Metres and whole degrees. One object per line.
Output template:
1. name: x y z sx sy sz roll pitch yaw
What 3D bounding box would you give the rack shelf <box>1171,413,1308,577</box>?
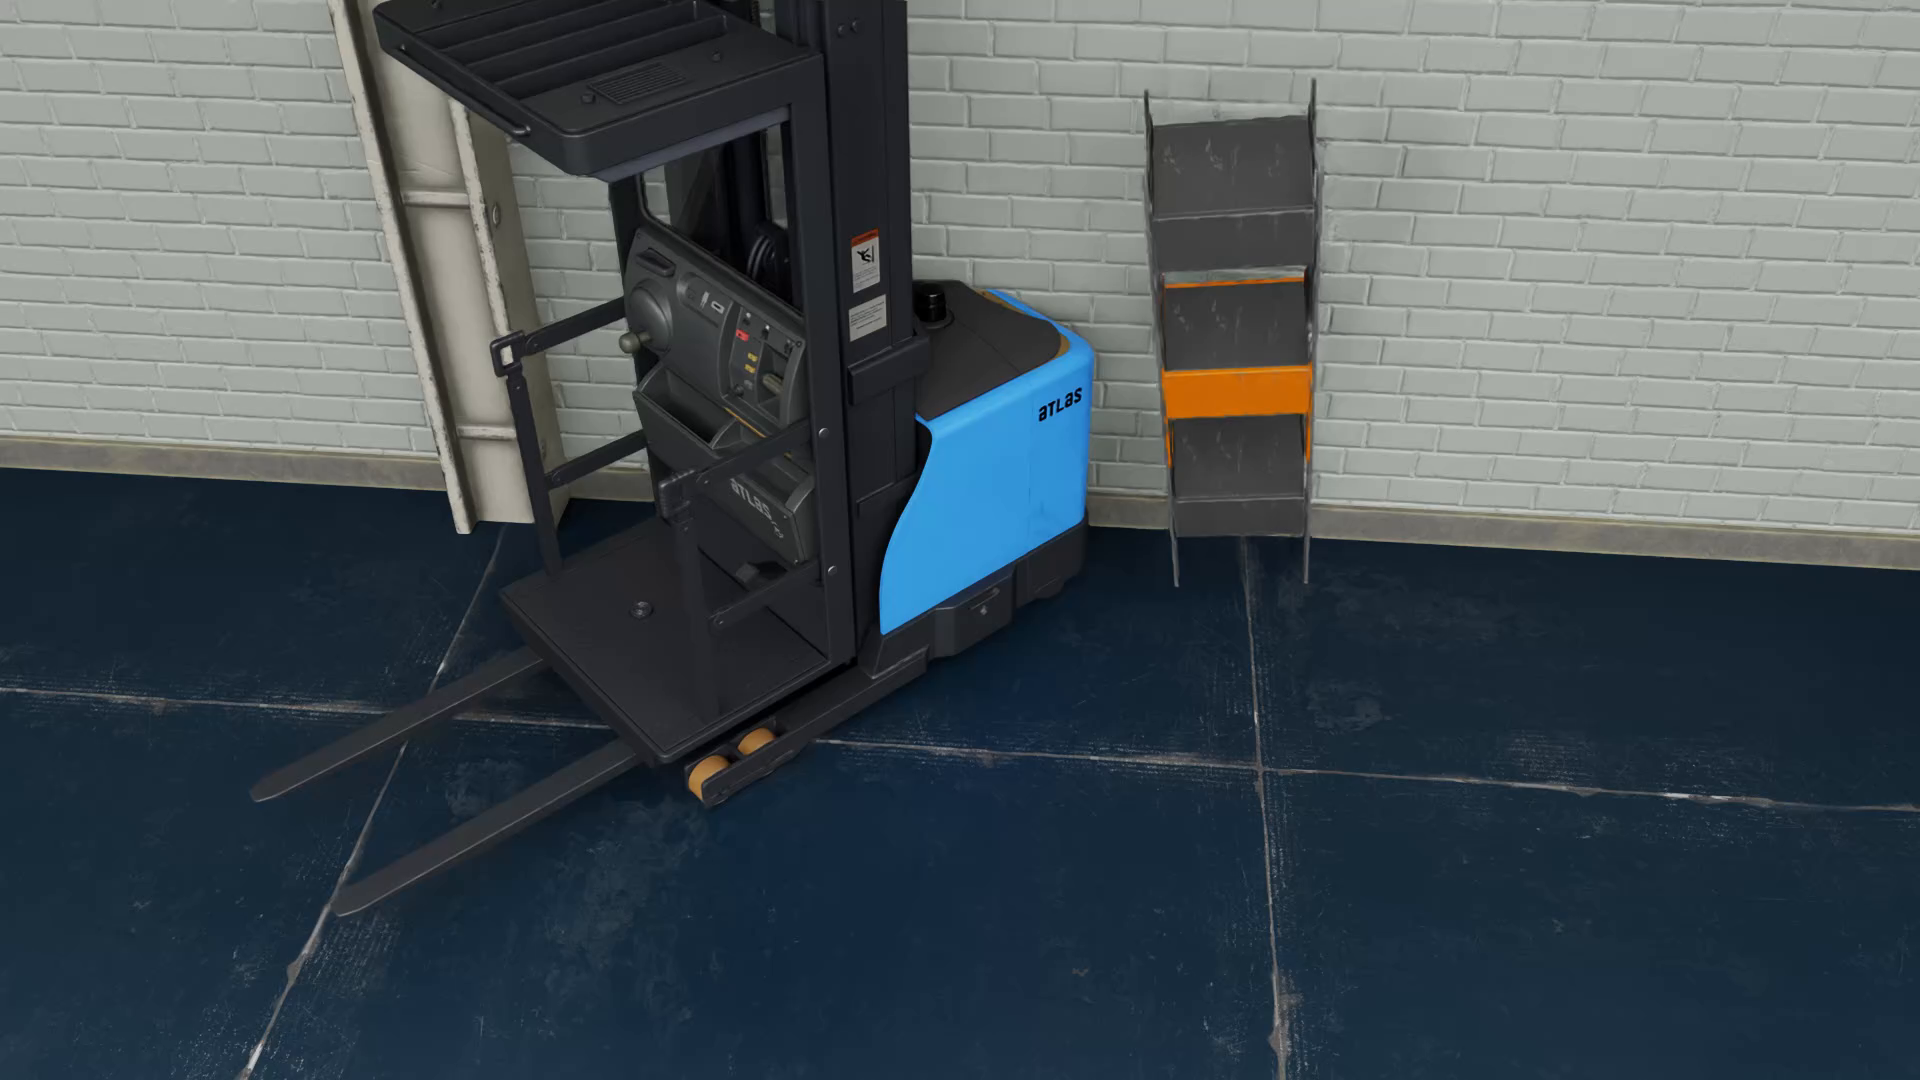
1. rack shelf: 1.042 -0.181 6.216 0.480 0.518 0.431 -2 55 9

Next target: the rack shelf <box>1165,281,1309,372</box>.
1. rack shelf: 0.917 -0.655 5.537 0.457 0.174 0.368 -2 55 9

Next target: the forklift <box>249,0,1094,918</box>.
1. forklift: -0.948 -0.615 5.184 3.031 2.935 1.130 -29 47 -31

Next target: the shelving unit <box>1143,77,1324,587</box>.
1. shelving unit: 0.936 -0.586 5.637 0.503 2.100 0.431 -2 55 9

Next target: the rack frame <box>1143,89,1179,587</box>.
1. rack frame: 0.695 -0.579 5.677 0.015 2.100 0.400 -2 55 9

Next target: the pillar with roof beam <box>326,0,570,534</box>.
1. pillar with roof beam: -2.216 -0.897 0.723 0.400 9.000 9.100 3 39 4

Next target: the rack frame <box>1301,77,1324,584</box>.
1. rack frame: 1.176 -0.593 5.598 0.015 2.100 0.400 -2 55 9

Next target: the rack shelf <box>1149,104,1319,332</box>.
1. rack shelf: 0.834 -0.974 5.081 0.480 0.518 0.431 -2 55 9
